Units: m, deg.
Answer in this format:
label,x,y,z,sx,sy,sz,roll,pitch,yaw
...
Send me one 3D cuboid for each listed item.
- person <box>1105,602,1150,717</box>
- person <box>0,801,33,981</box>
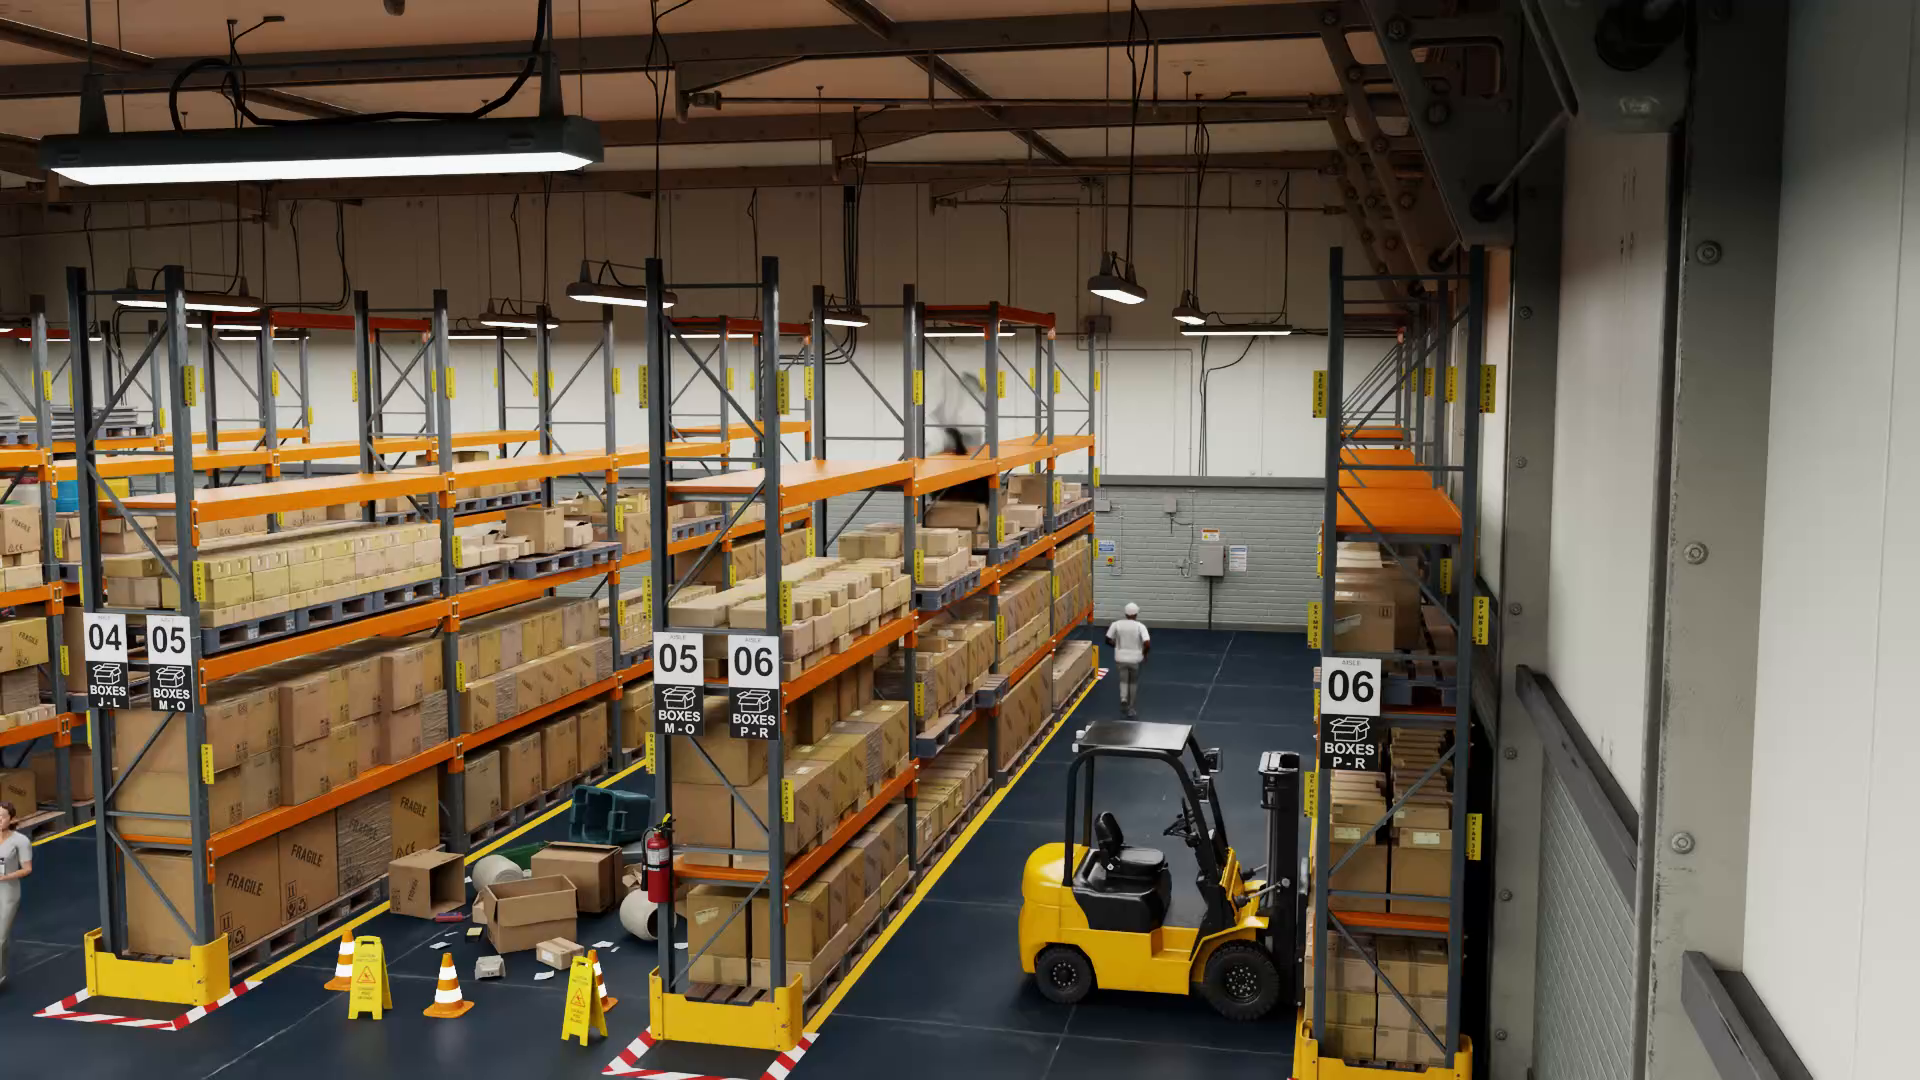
label,x,y,z,sx,sy,sz,roll,pitch,yaw
person,2.504,1.804,24.780,0.692,1.753,0.751,2,6,16
person,-7.944,2.969,13.744,0.552,1.649,0.647,-2,6,-15
